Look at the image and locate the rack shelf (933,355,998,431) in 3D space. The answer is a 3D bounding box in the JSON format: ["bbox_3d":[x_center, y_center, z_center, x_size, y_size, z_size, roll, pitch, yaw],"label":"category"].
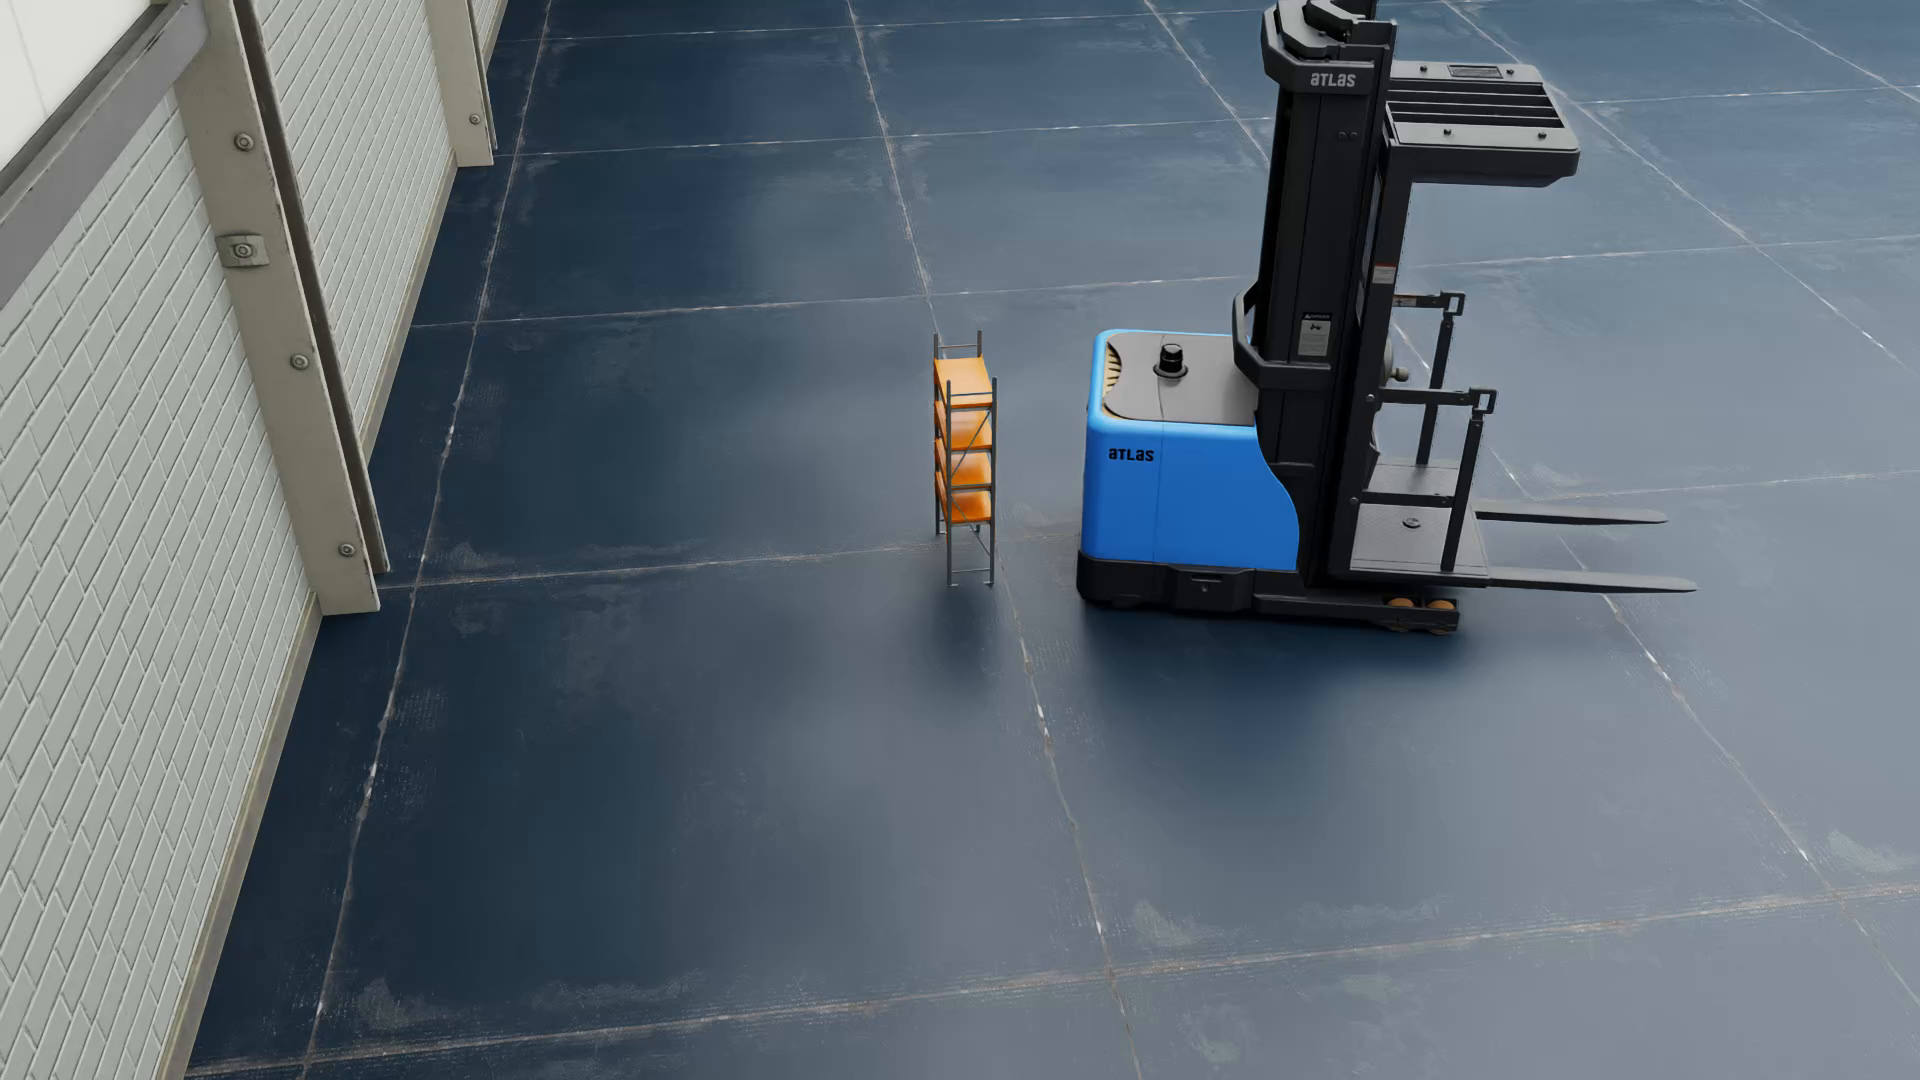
[{"bbox_3d":[0.022,-0.728,8.184,0.258,0.148,0.480,-4,35,-6],"label":"rack shelf"}]

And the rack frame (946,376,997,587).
[{"bbox_3d":[0.055,-0.267,8.205,0.240,1.200,0.015,-4,35,-6],"label":"rack frame"}]

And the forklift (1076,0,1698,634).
[{"bbox_3d":[2.139,-1.063,7.836,3.031,2.935,1.130,3,34,5],"label":"forklift"}]

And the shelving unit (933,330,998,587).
[{"bbox_3d":[0.022,-0.403,8.405,0.258,1.200,0.503,-4,35,-6],"label":"shelving unit"}]

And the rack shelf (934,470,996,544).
[{"bbox_3d":[0.022,-0.184,8.555,0.258,0.148,0.480,-4,35,-6],"label":"rack shelf"}]

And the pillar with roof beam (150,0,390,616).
[{"bbox_3d":[1.165,-3.787,6.444,9.100,9.000,0.400,-4,35,-6],"label":"pillar with roof beam"}]

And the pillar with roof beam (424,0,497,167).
[{"bbox_3d":[0.359,-7.135,11.357,9.100,9.000,0.400,-4,35,-6],"label":"pillar with roof beam"}]

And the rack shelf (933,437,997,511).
[{"bbox_3d":[0.022,-0.348,8.443,0.258,0.148,0.480,-4,35,-6],"label":"rack shelf"}]

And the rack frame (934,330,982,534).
[{"bbox_3d":[-0.011,-0.540,8.605,0.240,1.200,0.015,-4,35,-6],"label":"rack frame"}]

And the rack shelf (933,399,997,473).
[{"bbox_3d":[0.022,-0.533,8.317,0.258,0.148,0.480,-4,35,-6],"label":"rack shelf"}]
